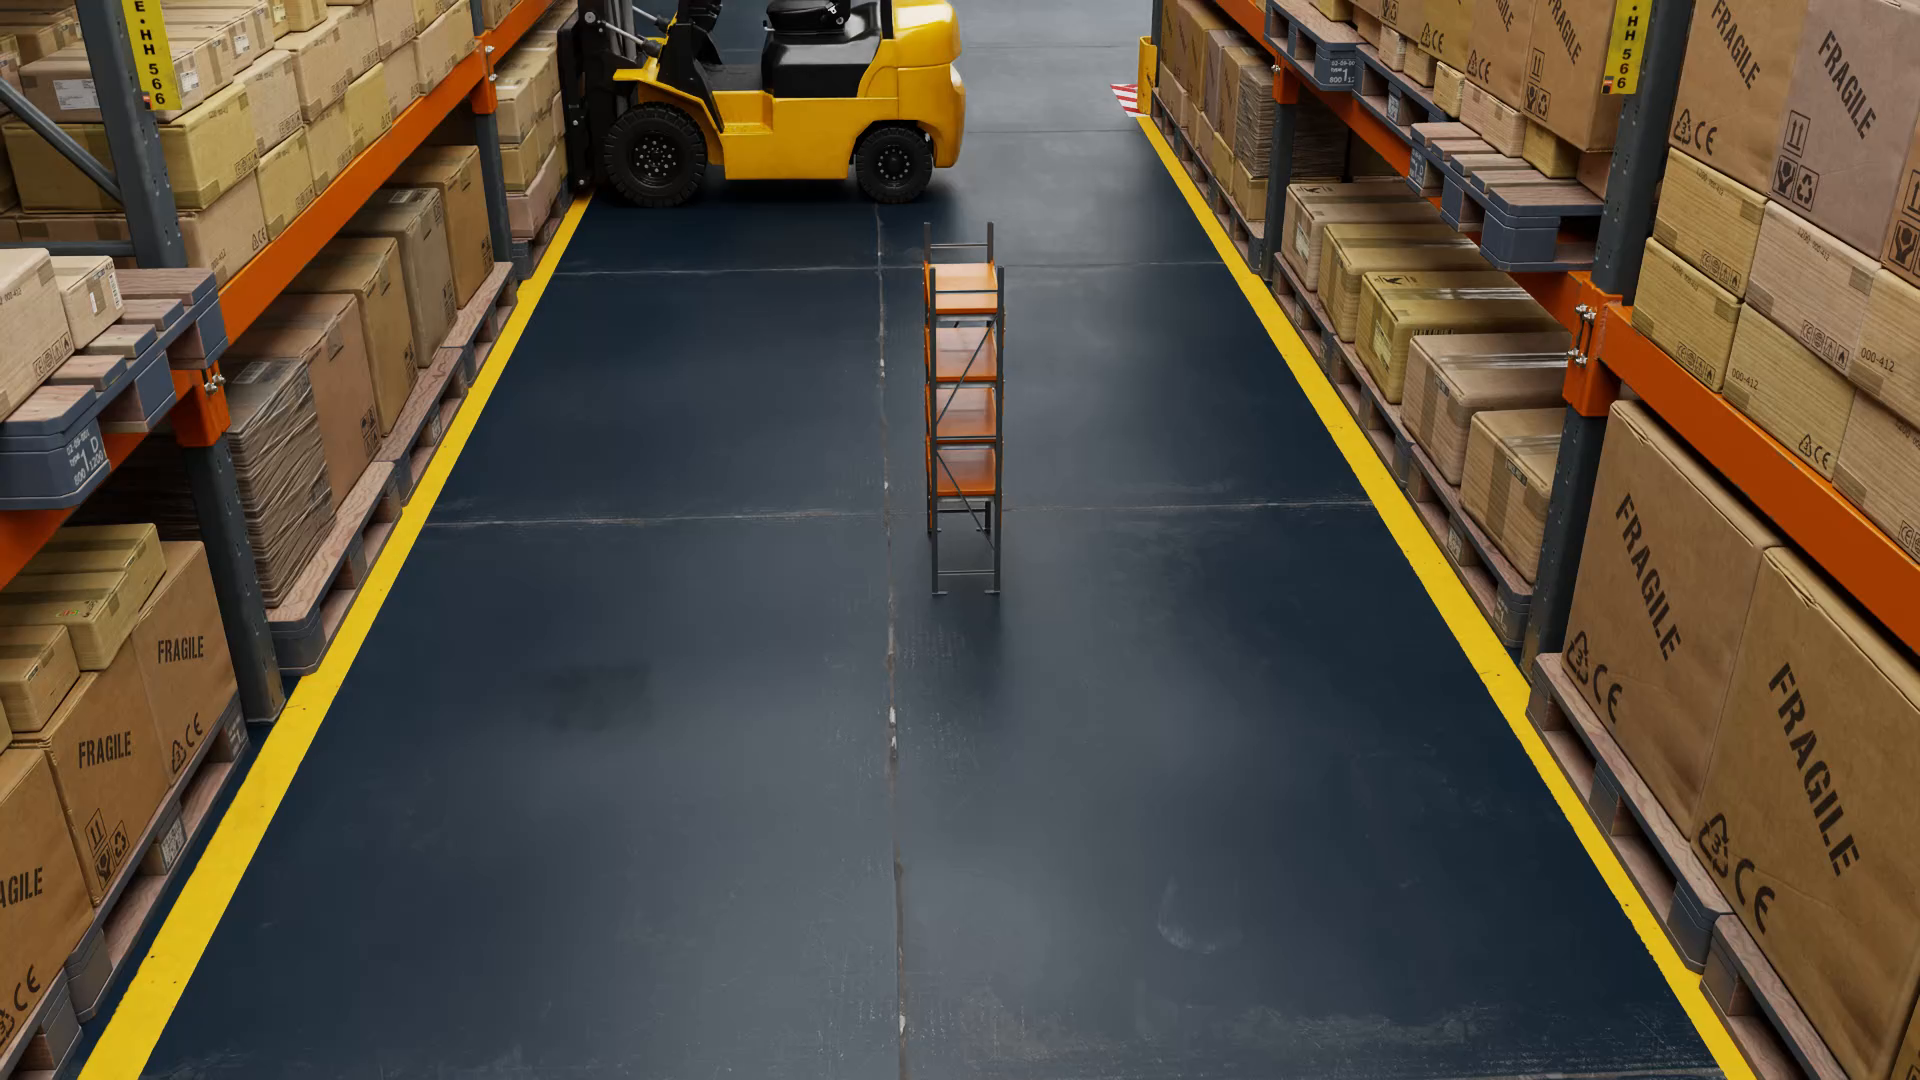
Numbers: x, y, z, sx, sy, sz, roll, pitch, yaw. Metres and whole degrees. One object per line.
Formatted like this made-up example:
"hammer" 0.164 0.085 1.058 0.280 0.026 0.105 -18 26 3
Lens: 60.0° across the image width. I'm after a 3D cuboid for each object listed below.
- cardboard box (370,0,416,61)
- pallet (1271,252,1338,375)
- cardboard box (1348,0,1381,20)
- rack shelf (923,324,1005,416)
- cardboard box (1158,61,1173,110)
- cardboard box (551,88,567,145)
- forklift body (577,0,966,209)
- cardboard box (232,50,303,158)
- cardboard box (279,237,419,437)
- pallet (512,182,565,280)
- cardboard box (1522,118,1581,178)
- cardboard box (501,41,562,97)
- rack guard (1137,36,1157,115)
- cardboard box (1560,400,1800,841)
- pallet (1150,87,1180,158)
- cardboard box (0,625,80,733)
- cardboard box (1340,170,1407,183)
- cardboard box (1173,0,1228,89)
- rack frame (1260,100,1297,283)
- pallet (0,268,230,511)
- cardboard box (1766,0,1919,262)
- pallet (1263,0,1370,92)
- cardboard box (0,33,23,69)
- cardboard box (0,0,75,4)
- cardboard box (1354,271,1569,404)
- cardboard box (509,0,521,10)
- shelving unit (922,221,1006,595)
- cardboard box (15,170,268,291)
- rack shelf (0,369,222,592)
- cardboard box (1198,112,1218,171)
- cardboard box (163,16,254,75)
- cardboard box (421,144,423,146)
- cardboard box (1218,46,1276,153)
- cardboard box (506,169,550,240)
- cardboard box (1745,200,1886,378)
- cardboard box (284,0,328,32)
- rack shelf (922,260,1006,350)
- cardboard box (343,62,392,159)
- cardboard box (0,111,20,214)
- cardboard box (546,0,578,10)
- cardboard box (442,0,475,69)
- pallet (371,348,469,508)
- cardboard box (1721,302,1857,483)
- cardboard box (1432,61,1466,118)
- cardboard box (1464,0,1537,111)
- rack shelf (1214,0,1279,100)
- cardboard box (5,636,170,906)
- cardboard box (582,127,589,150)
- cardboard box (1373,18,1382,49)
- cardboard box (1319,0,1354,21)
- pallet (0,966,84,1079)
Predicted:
"cardboard box" -2.498 -2.081 6.618 0.500 0.250 0.500 -1 28 -2
"pallet" 2.165 -1.146 8.219 1.003 0.211 1.213 -1 28 -3
"cardboard box" 1.900 -2.421 6.764 0.500 0.500 0.500 -2 28 -3
"rack shelf" 0.009 -0.594 5.754 0.258 0.148 0.480 -1 28 -3
"cardboard box" 1.680 -3.177 11.617 0.500 0.250 0.500 -2 28 -3
"cardboard box" -2.594 -2.505 9.787 0.500 0.250 0.500 -2 28 -3
"forklift body" -1.122 -3.260 10.174 2.313 2.155 1.214 -1 28 -3
"cardboard box" -2.429 -1.370 5.255 0.500 0.250 0.500 -1 28 -1
"cardboard box" -2.721 -0.807 6.668 0.875 0.625 0.625 -2 28 -5
"pallet" -2.834 -1.752 9.381 1.003 0.211 1.213 -1 28 -3
"cardboard box" 1.993 -1.237 5.196 0.380 0.149 0.250 -1 28 -2
"cardboard box" -2.600 -2.727 9.674 0.500 0.250 0.500 0 28 -1
"rack guard" 1.918 -3.446 12.316 1.175 0.500 0.348 -1 28 -3
"cardboard box" 2.285 0.182 4.500 0.875 0.875 0.875 -2 28 -3
"pallet" 1.925 -2.942 11.662 1.003 0.211 1.213 -1 28 -3
"cardboard box" -2.331 0.331 3.918 0.380 0.149 0.250 -2 28 -4
"cardboard box" 2.362 -1.988 9.337 0.500 0.250 0.500 -3 28 -5
"cardboard box" 1.713 -3.257 10.960 0.500 0.500 0.500 -2 28 -5
"rack frame" 2.123 -2.742 8.263 1.000 3.000 0.127 -1 28 -3
"pallet" -2.520 -0.377 3.936 1.213 0.211 1.003 -1 28 -3
"cardboard box" 2.149 -0.920 3.580 0.500 0.500 0.500 -1 28 -2
"pallet" 2.017 -2.300 7.624 1.003 0.211 1.213 -1 28 -3
"cardboard box" -2.969 -1.368 4.821 0.380 0.149 0.250 -1 28 -1
"cardboard box" -2.940 -1.724 5.502 0.380 0.149 0.250 -2 28 -3
"cardboard box" 2.232 -0.868 7.058 0.950 0.372 0.625 0 28 -1
"cardboard box" -2.640 -3.116 8.873 0.500 0.500 0.500 -1 28 -2
"shelving unit" 0.009 -0.456 5.826 0.258 1.200 0.503 -1 28 -3
"cardboard box" -2.404 -0.917 4.927 0.500 0.250 0.500 -1 28 -2
"rack shelf" -2.521 0.470 2.884 1.077 0.370 4.000 -1 28 -3
"cardboard box" 1.764 -2.456 10.235 0.500 0.250 0.500 -1 28 -2
"cardboard box" -2.402 -1.501 5.074 0.380 0.149 0.250 -1 28 -1
"cardboard box" -3.064 -2.029 8.875 0.500 0.250 0.500 -2 28 -4
"cardboard box" 1.796 -2.543 9.590 0.500 0.500 0.500 -1 28 -2
"cardboard box" -2.529 -1.819 9.013 0.500 0.250 0.500 -1 28 -2
"cardboard box" 2.137 -0.571 3.723 0.500 0.250 0.500 -1 28 -1
"cardboard box" -2.425 -1.855 5.754 0.380 0.149 0.250 -1 28 -2
"rack shelf" 0.009 -0.804 5.644 0.258 0.148 0.480 -1 28 -3
"cardboard box" -2.485 -1.627 6.288 0.500 0.250 0.500 -1 28 -1
"cardboard box" -2.926 -1.129 4.792 0.500 0.250 0.500 -1 28 -2
"cardboard box" -2.675 -3.437 11.034 0.500 0.250 0.500 -1 28 -2
"cardboard box" -2.546 -2.327 7.631 0.500 0.250 0.500 -1 28 -1
"pallet" -2.690 -0.480 6.942 1.003 0.211 1.213 -1 28 -3
"cardboard box" 2.150 -0.359 3.857 0.500 0.250 0.500 -2 28 -4
"cardboard box" 1.902 -1.596 5.883 0.380 0.149 0.250 -1 28 -2
"cardboard box" 1.992 -1.699 5.379 0.500 0.500 0.500 -2 28 -3
"rack shelf" 2.018 -3.346 10.201 1.077 0.370 4.000 -1 28 -3
"cardboard box" -2.373 0.571 4.161 0.500 0.500 0.500 -2 28 -3
"cardboard box" -2.620 -2.525 10.366 0.500 0.250 0.500 -1 28 -1
"cardboard box" 1.914 -2.075 6.803 0.380 0.149 0.250 -1 28 -2
"cardboard box" 1.840 -2.438 7.499 0.380 0.149 0.250 -1 28 -2
"pallet" -2.563 1.371 3.393 1.003 0.211 1.213 -1 28 -3
